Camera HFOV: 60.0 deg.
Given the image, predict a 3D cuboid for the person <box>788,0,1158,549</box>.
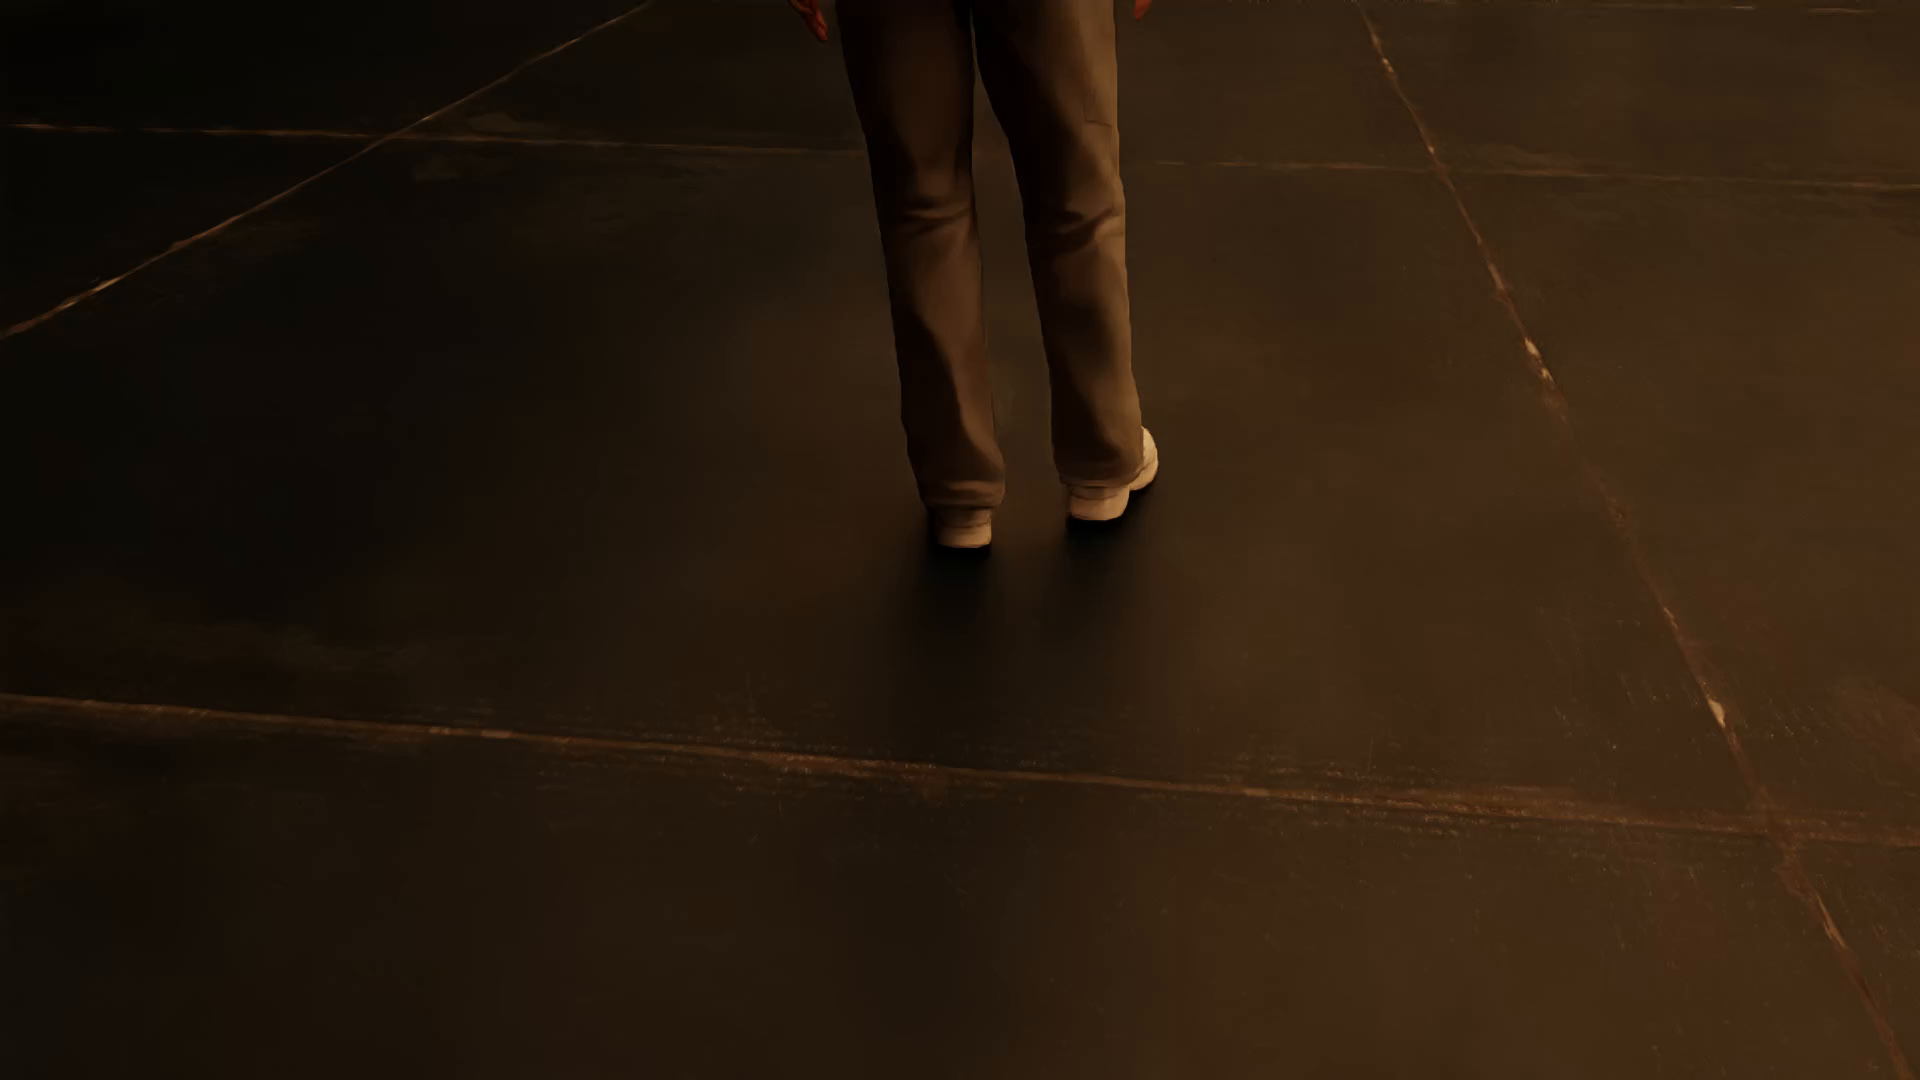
[{"bbox_3d":[0.023,-0.783,2.189,0.550,1.663,0.548,3,27,7],"label":"person"}]
